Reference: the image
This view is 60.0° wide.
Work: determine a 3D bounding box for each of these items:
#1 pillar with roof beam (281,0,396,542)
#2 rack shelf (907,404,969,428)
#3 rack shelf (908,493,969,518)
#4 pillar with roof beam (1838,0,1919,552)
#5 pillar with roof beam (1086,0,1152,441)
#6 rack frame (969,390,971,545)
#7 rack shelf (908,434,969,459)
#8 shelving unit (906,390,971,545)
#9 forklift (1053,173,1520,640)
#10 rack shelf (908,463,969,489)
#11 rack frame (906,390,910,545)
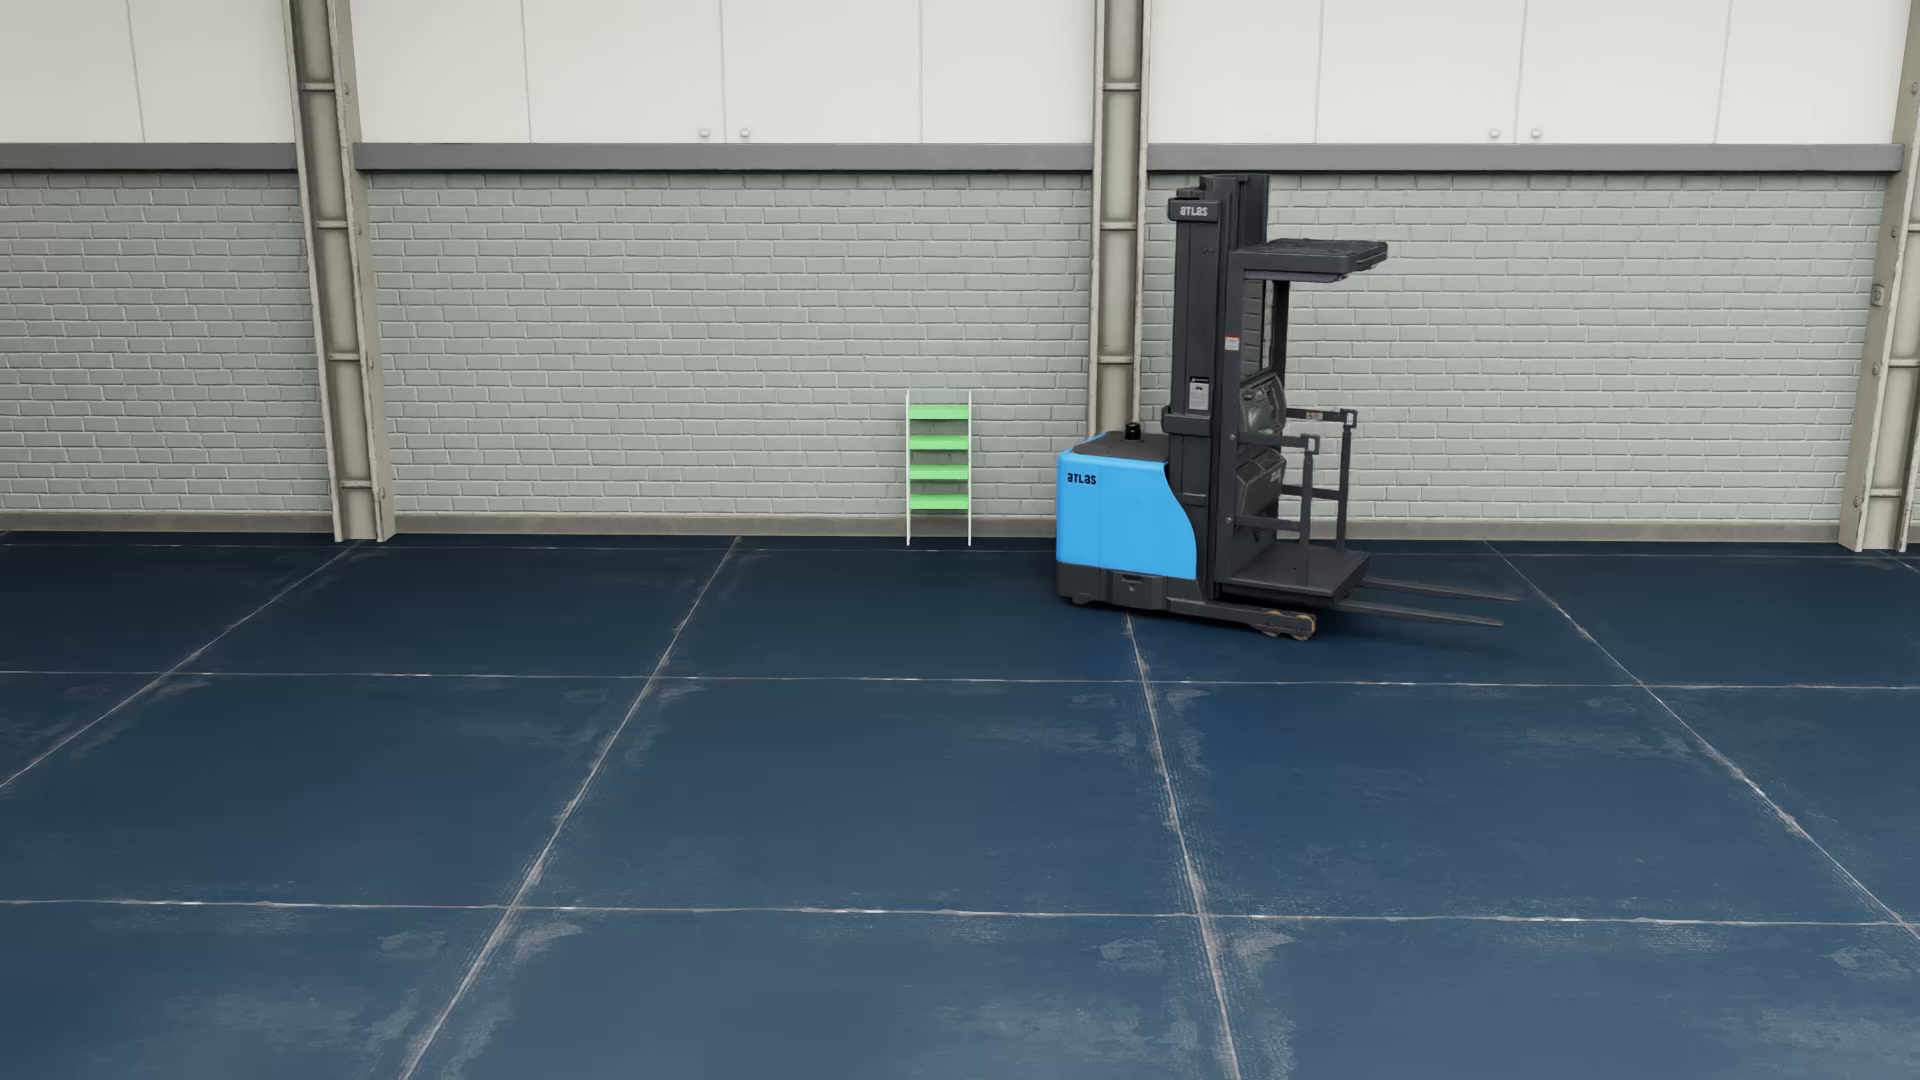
[{"bbox_3d":[-4.909,-3.279,8.129,0.400,9.000,9.100,0,15,1],"label":"pillar with roof beam"},{"bbox_3d":[-0.166,-0.972,13.039,0.480,0.148,0.258,0,15,1],"label":"rack shelf"},{"bbox_3d":[-0.166,-0.275,13.220,0.480,0.148,0.258,0,15,1],"label":"rack shelf"},{"bbox_3d":[7.087,-3.201,7.833,0.400,9.000,9.100,0,15,1],"label":"pillar with roof beam"},{"bbox_3d":[1.089,-3.240,7.981,0.400,9.000,9.100,0,15,1],"label":"pillar with roof beam"},{"bbox_3d":[0.078,-0.568,13.140,0.015,1.200,0.240,0,15,1],"label":"rack frame"},{"bbox_3d":[-0.166,-0.740,13.099,0.480,0.148,0.258,0,15,1],"label":"rack shelf"},{"bbox_3d":[-0.166,-0.569,13.144,0.503,1.200,0.258,0,15,1],"label":"shelving unit"},{"bbox_3d":[2.206,-0.916,11.067,3.031,2.935,1.130,7,16,26],"label":"forklift"},{"bbox_3d":[-0.166,-0.508,13.160,0.480,0.148,0.258,0,15,1],"label":"rack shelf"},{"bbox_3d":[-0.410,-0.570,13.147,0.015,1.200,0.240,0,15,1],"label":"rack frame"}]
